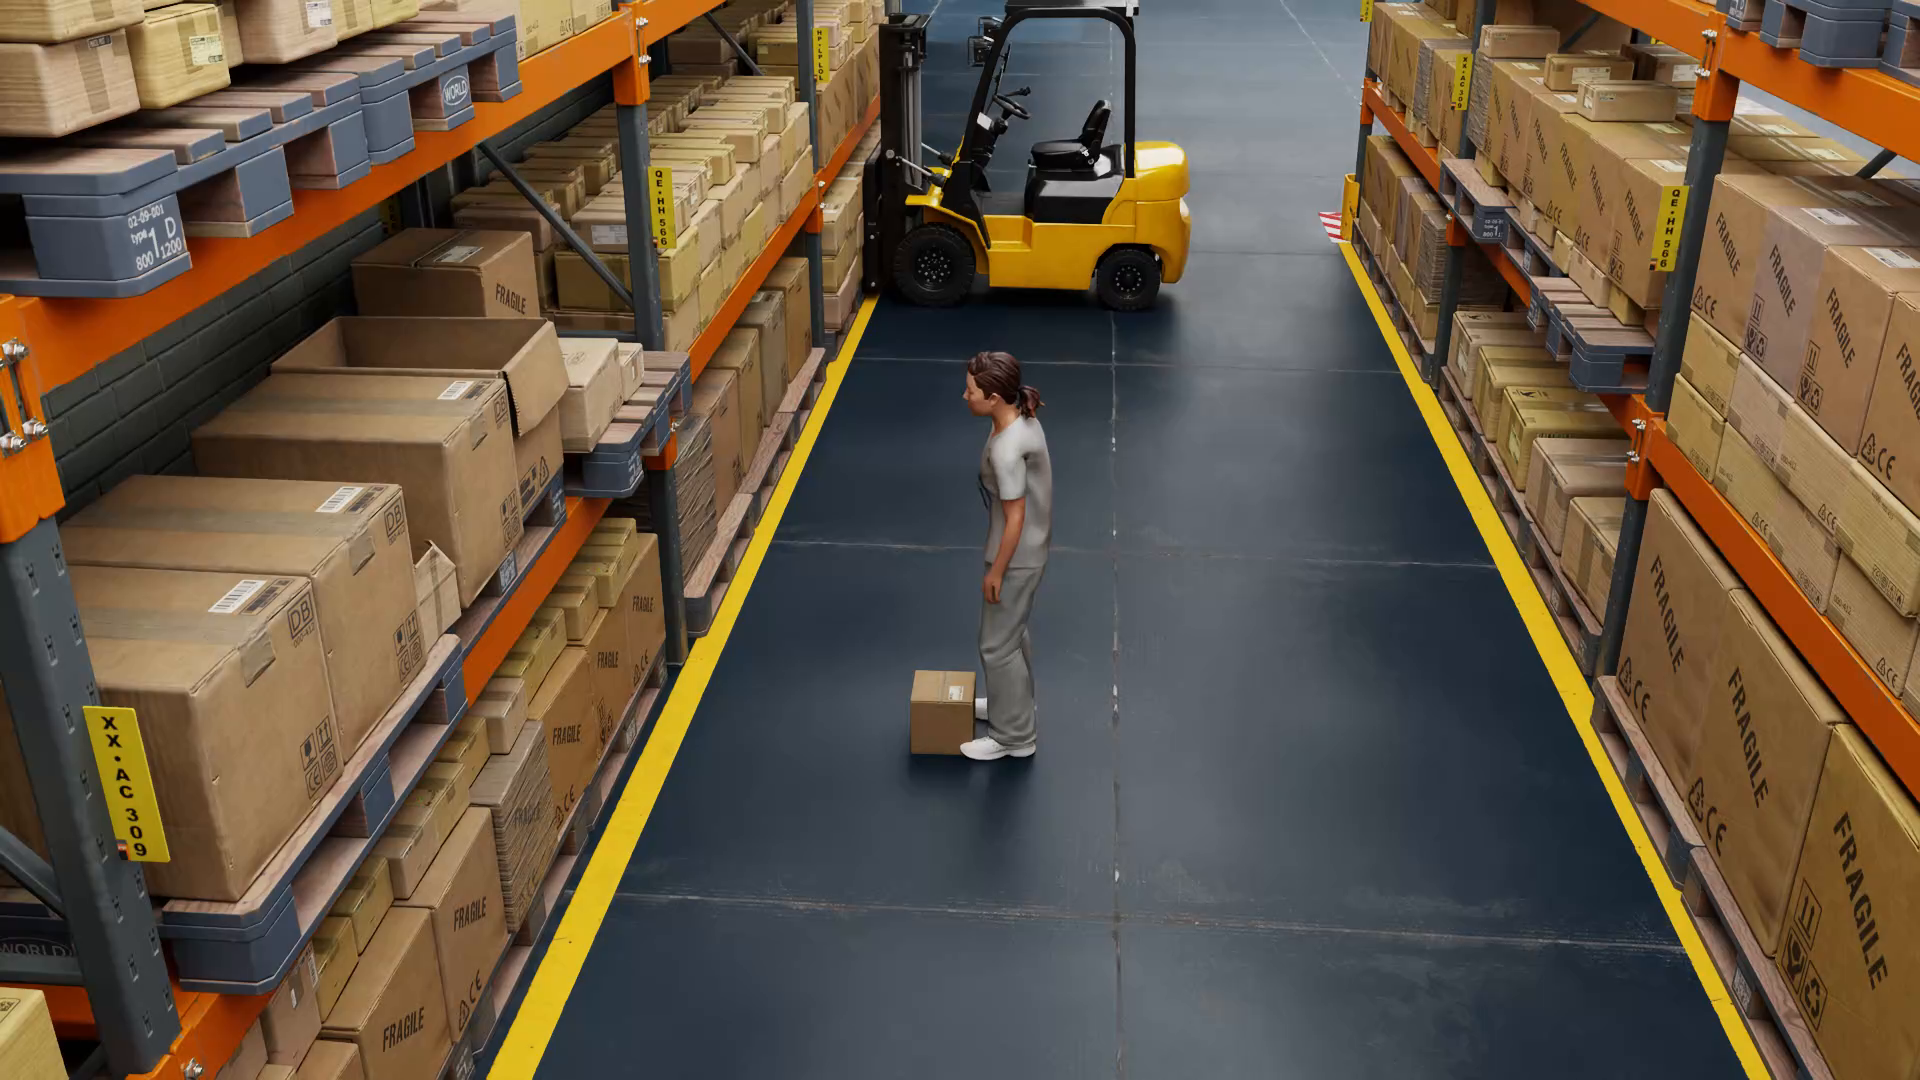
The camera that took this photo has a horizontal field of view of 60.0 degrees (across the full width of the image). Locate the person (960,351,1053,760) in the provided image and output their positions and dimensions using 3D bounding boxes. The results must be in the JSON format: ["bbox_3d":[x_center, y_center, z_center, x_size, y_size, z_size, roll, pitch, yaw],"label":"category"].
[{"bbox_3d":[0.179,0.060,6.475,0.355,1.673,0.489,2,25,4],"label":"person"}]
